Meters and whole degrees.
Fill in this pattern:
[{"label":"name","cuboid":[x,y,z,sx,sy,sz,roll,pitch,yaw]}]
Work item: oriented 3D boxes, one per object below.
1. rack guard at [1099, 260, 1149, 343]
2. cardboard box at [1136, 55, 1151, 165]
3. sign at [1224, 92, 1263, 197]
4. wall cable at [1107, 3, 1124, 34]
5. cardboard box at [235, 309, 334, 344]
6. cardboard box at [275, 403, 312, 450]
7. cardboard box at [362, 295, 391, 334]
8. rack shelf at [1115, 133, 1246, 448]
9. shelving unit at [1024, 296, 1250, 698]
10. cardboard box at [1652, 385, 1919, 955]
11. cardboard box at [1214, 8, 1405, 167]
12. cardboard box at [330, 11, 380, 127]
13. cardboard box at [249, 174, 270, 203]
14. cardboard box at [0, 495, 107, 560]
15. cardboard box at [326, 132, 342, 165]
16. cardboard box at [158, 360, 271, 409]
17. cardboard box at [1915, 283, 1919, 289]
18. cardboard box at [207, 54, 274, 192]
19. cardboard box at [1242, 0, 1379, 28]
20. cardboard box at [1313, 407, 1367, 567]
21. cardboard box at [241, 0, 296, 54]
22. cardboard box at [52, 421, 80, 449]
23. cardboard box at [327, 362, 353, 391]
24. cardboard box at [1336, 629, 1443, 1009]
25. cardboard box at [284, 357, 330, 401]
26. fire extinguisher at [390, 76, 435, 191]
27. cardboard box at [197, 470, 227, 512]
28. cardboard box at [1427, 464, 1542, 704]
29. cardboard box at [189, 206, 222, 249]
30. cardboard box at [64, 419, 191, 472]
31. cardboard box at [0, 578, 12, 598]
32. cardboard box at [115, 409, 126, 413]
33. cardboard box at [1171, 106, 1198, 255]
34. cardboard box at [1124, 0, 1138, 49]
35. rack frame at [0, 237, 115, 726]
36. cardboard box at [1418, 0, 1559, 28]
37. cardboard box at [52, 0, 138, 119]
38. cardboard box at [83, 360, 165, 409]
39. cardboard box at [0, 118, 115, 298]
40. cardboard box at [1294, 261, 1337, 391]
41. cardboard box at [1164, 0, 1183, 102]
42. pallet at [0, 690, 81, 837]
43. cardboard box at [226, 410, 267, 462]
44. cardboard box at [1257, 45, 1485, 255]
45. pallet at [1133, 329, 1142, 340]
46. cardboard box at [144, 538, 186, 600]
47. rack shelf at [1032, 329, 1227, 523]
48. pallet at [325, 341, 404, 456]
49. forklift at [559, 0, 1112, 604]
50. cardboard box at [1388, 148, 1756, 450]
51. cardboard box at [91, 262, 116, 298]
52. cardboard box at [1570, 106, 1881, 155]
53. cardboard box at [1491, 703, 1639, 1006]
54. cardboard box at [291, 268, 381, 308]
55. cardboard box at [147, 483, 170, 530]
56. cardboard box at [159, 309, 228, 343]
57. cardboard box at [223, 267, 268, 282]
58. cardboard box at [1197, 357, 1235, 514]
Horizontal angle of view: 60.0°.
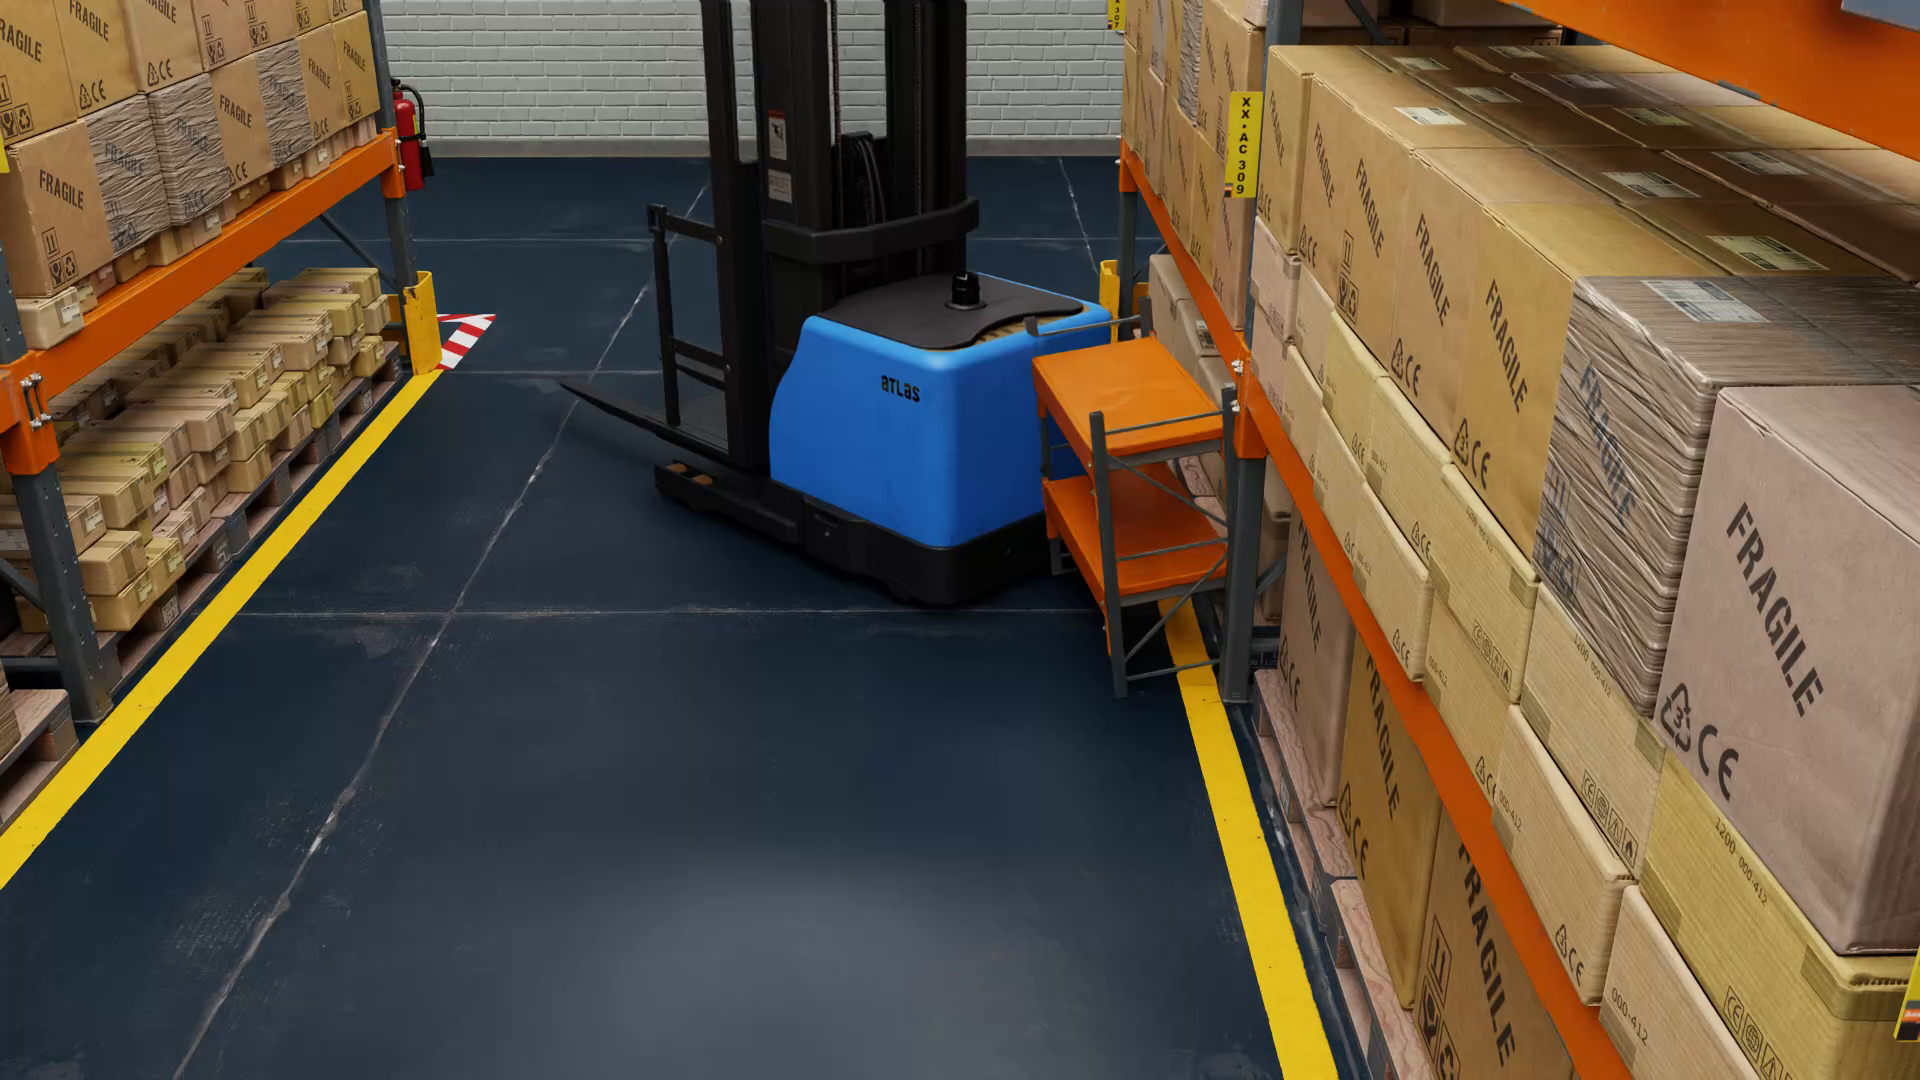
[{"label":"rack guard","cuboid":[1.394,-1.323,9.568,1.175,0.500,0.348,0,24,-1]},{"label":"cardboard box","cuboid":[1.146,-2.090,8.109,0.500,0.500,0.500,-1,24,-1]},{"label":"sign","cuboid":[0.883,-1.231,5.185,0.100,0.325,0.005,0,24,-1]},{"label":"wall cable","cuboid":[1.310,-5.252,13.952,0.585,1.953,0.123,0,24,-1]},{"label":"cardboard box","cuboid":[-3.280,-1.017,8.087,0.380,0.149,0.250,-1,24,-3]},{"label":"cardboard box","cuboid":[-3.255,-0.530,7.732,0.380,0.149,0.250,0,24,0]},{"label":"cardboard box","cuboid":[-3.263,-1.199,8.851,0.380,0.149,0.250,-1,24,-2]},{"label":"rack shelf","cuboid":[1.416,-1.300,7.357,1.077,0.370,4.000,0,24,-1]},{"label":"shelving unit","cuboid":[0.651,-0.183,6.236,0.538,1.125,1.048,-11,27,-6]},{"label":"cardboard box","cuboid":[1.215,0.132,1.984,0.500,0.500,0.500,-1,24,-2]},{"label":"cardboard box","cuboid":[1.157,-1.498,5.587,0.500,0.500,0.500,0,24,-1]},{"label":"cardboard box","cuboid":[-3.292,-2.385,8.401,0.500,0.500,0.500,0,24,1]},{"label":"cardboard box","cuboid":[-3.342,-1.609,7.472,0.380,0.149,0.250,-1,24,-3]},{"label":"cardboard box","cuboid":[-3.307,-0.046,5.939,0.380,0.149,0.250,1,24,2]},{"label":"cardboard box","cuboid":[-3.285,-1.934,8.192,0.380,0.149,0.250,0,24,-1]},{"label":"cardboard box","cuboid":[-3.299,-0.690,7.363,0.380,0.149,0.250,0,24,0]},{"label":"cardboard box","cuboid":[1.706,-0.065,2.419,0.500,0.500,0.500,0,24,0]},{"label":"cardboard box","cuboid":[-3.281,-1.758,7.015,0.500,0.500,0.500,1,24,2]},{"label":"cardboard box","cuboid":[1.117,-1.726,5.303,0.380,0.149,0.250,-1,24,-2]},{"label":"cardboard box","cuboid":[1.176,-0.128,4.075,0.500,0.250,0.500,0,24,-1]},{"label":"cardboard box","cuboid":[-3.280,-2.414,7.252,0.500,0.500,0.500,1,24,2]},{"label":"cardboard box","cuboid":[-3.752,-0.363,6.641,0.380,0.149,0.250,1,24,1]},{"label":"cardboard box","cuboid":[-3.319,-0.849,8.438,0.380,0.149,0.250,0,24,-1]},{"label":"cardboard box","cuboid":[1.543,0.601,4.351,0.875,0.875,0.875,0,24,1]},{"label":"cardboard box","cuboid":[-3.237,-0.772,7.906,0.380,0.149,0.250,0,24,0]},{"label":"fire extinguisher","cuboid":[-3.095,-2.288,9.216,0.296,0.674,0.183,0,24,-1]},{"label":"cardboard box","cuboid":[-3.341,-0.210,7.025,0.380,0.149,0.250,-1,24,-3]},{"label":"cardboard box","cuboid":[1.187,0.065,3.042,0.500,0.250,0.500,-1,24,-2]},{"label":"cardboard box","cuboid":[-3.249,-1.286,6.758,0.380,0.149,0.250,1,24,2]},{"label":"cardboard box","cuboid":[-3.328,-0.371,6.658,0.380,0.149,0.250,-1,24,-2]},{"label":"cardboard box","cuboid":[-3.775,0.101,6.337,0.380,0.149,0.250,0,24,1]},{"label":"cardboard box","cuboid":[-3.738,-0.547,7.408,0.380,0.149,0.250,1,24,2]},{"label":"cardboard box","cuboid":[1.146,-1.458,6.712,0.500,0.500,0.500,-1,24,-1]},{"label":"cardboard box","cuboid":[1.115,-2.754,8.364,0.500,0.500,0.500,-1,24,-2]},{"label":"rack frame","cuboid":[-3.510,-0.740,5.245,1.000,3.000,0.127,0,24,-1]},{"label":"cardboard box","cuboid":[1.694,-1.731,5.316,0.380,0.149,0.250,-1,24,-1]},{"label":"cardboard box","cuboid":[-3.293,-1.777,5.843,0.500,0.500,0.500,-1,24,-2]},{"label":"cardboard box","cuboid":[-3.756,-0.688,7.360,0.380,0.149,0.250,0,24,0]},{"label":"cardboard box","cuboid":[-3.264,-1.126,5.617,0.500,0.500,0.500,-1,24,-2]},{"label":"cardboard box","cuboid":[1.195,-0.566,4.436,0.500,0.250,0.500,0,24,0]},{"label":"cardboard box","cuboid":[1.147,-2.123,6.970,0.500,0.500,0.500,0,24,0]},{"label":"pallet","cuboid":[-3.500,0.852,5.110,1.003,0.211,1.213,0,24,-1]},{"label":"cardboard box","cuboid":[-3.245,-0.451,7.197,0.380,0.149,0.250,0,24,-1]},{"label":"cardboard box","cuboid":[1.156,-1.122,4.756,0.500,0.500,0.500,0,24,0]},{"label":"pallet","cuboid":[1.482,-0.852,8.878,1.003,0.211,1.213,0,24,-1]},{"label":"cardboard box","cuboid":[-3.196,0.107,6.323,0.380,0.149,0.250,0,24,1]},{"label":"rack shelf","cuboid":[0.616,-0.442,6.104,0.538,0.278,1.000,-11,27,-6]},{"label":"pallet","cuboid":[-3.580,-0.751,8.654,1.003,0.211,1.213,0,24,-1]},{"label":"forklift","cuboid":[-0.758,-1.595,7.221,1.130,2.935,3.031,-22,32,-40]},{"label":"cardboard box","cuboid":[1.204,-0.493,3.365,0.500,0.500,0.500,-1,24,-1]},{"label":"cardboard box","cuboid":[-3.319,-0.959,6.035,0.380,0.149,0.250,-1,24,-3]},{"label":"cardboard box","cuboid":[1.693,-0.699,3.822,0.500,0.500,0.500,0,24,1]},{"label":"cardboard box","cuboid":[1.195,0.496,2.696,0.500,0.250,0.500,0,24,0]},{"label":"cardboard box","cuboid":[-3.295,-1.334,8.788,0.380,0.149,0.250,0,24,0]},{"label":"cardboard box","cuboid":[-3.326,-0.122,6.469,0.380,0.149,0.250,0,24,-1]},{"label":"cardboard box","cuboid":[-3.805,-1.015,8.081,0.380,0.149,0.250,-1,24,-3]},{"label":"cardboard box","cuboid":[-3.888,-1.334,8.787,0.380,0.149,0.250,-1,24,-3]},{"label":"cardboard box","cuboid":[1.528,-0.455,7.217,0.875,0.438,0.875,-1,24,-2]}]
